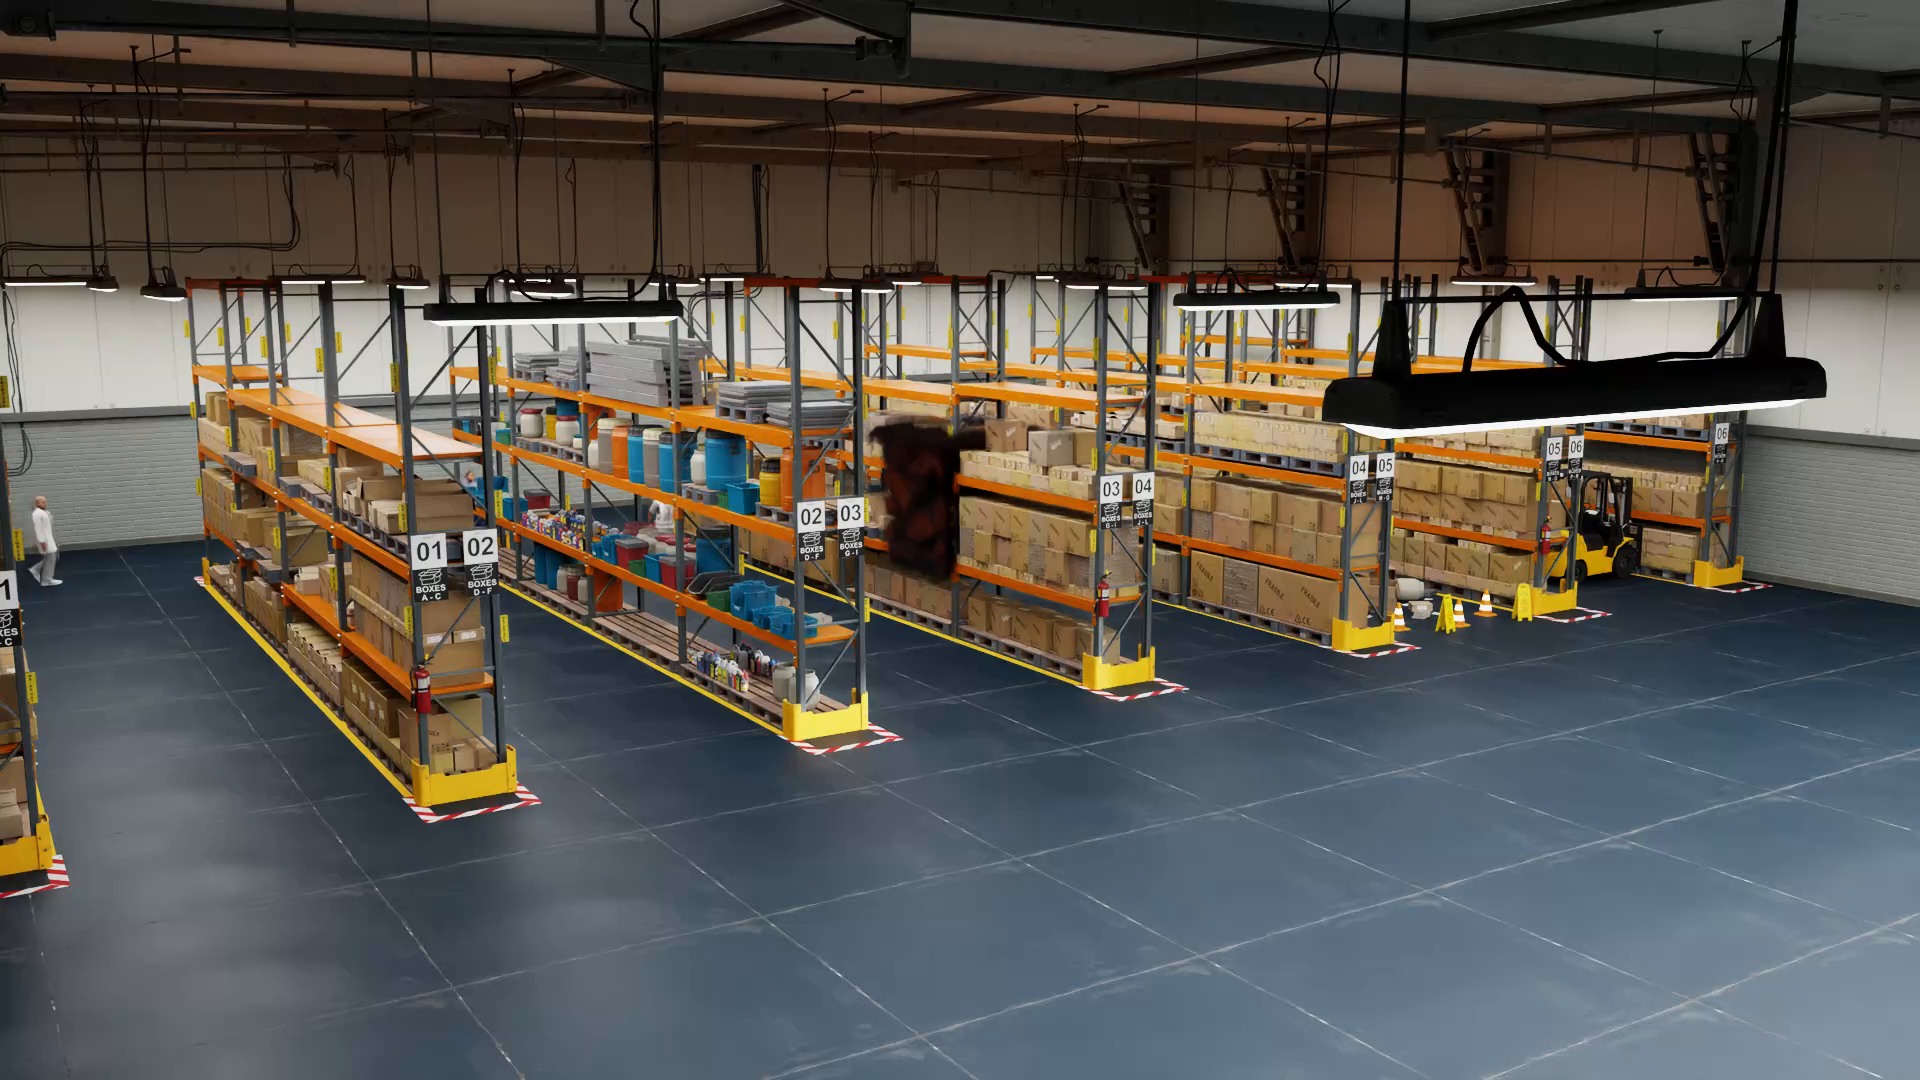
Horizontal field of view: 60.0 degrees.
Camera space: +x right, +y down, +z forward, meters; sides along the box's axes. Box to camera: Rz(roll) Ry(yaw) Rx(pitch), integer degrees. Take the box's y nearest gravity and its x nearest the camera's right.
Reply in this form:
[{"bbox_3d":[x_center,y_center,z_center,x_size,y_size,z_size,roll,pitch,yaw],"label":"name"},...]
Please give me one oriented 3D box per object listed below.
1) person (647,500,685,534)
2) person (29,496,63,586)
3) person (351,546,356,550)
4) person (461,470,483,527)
[{"bbox_3d":[-6.077,-0.209,34.237,0.677,1.804,0.878,-6,11,-33],"label":"person"},{"bbox_3d":[-17.923,0.011,32.488,0.571,1.762,0.588,-5,11,-29],"label":"person"},{"bbox_3d":[-13.049,-0.535,36.197,0.445,1.635,0.997,-7,12,-35],"label":"person"},{"bbox_3d":[-11.021,-0.754,37.483,0.497,1.646,0.565,-1,10,-4],"label":"person"}]
